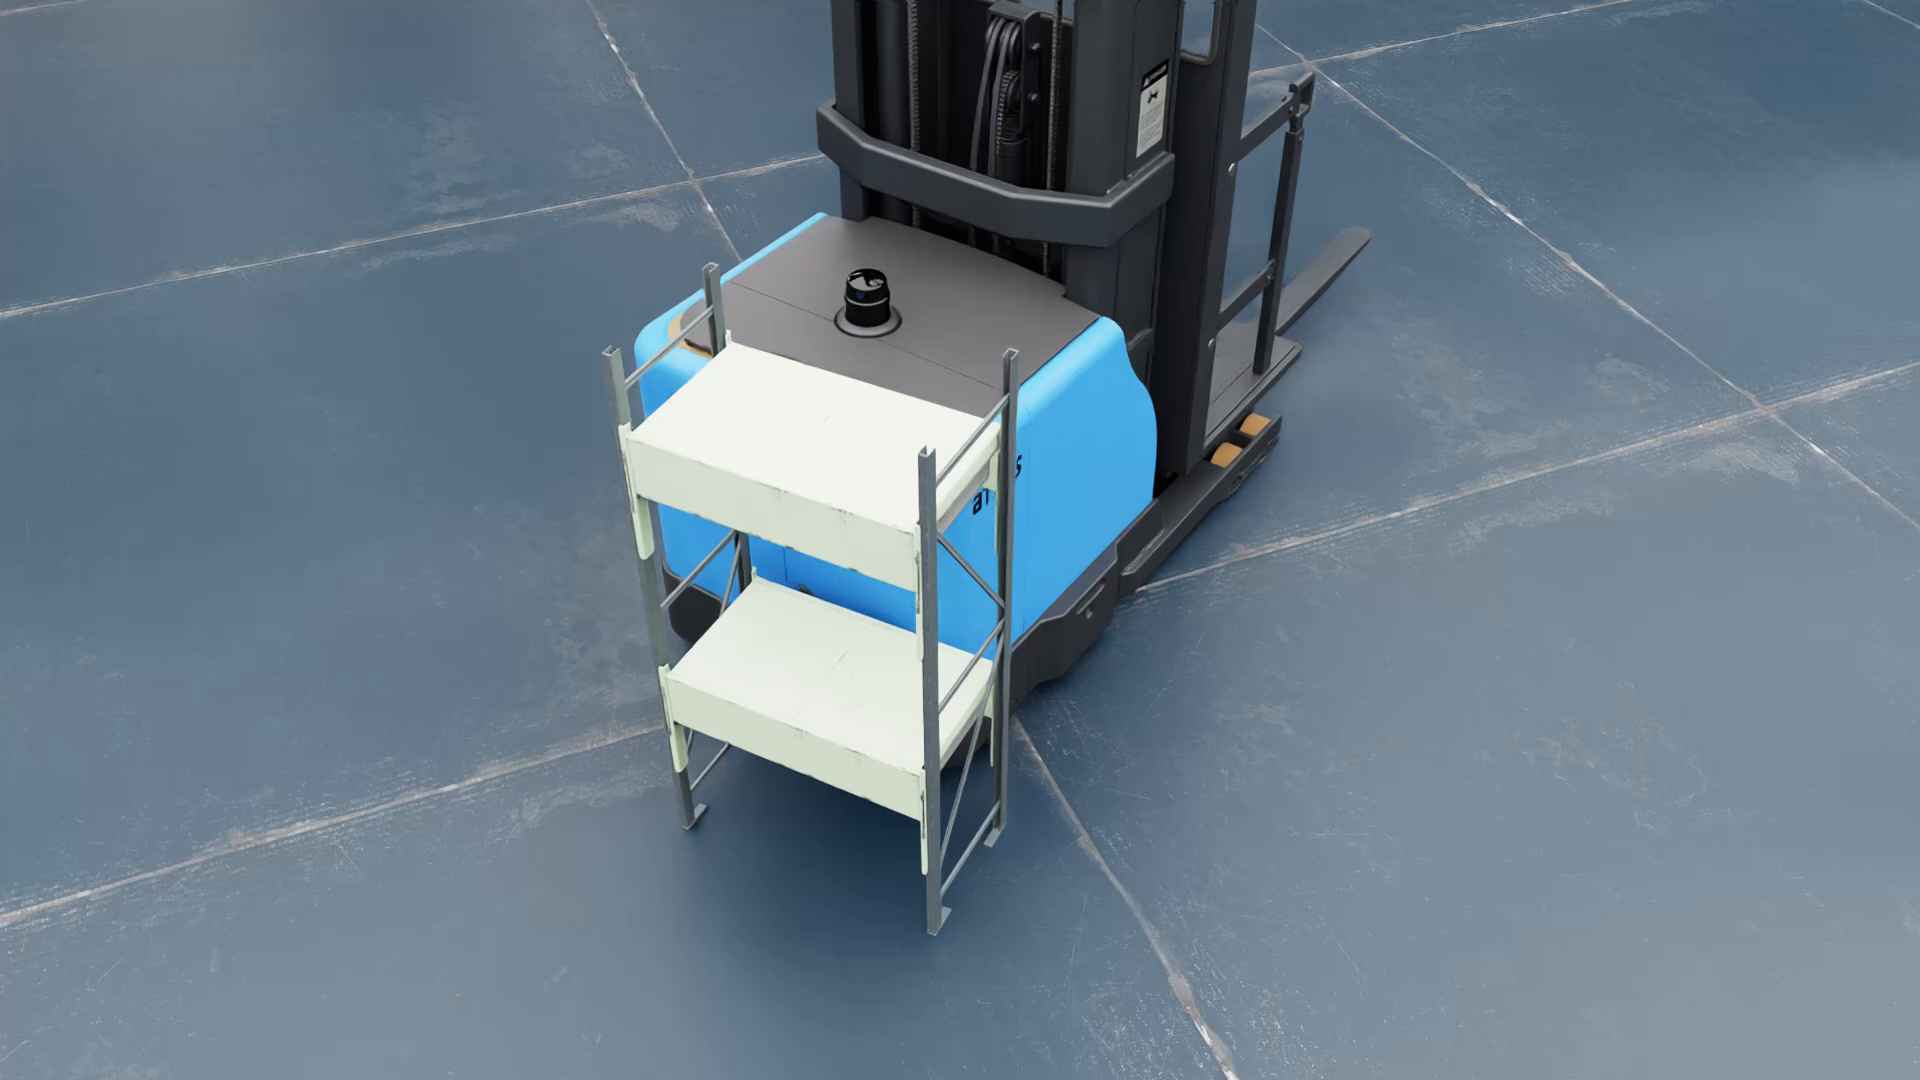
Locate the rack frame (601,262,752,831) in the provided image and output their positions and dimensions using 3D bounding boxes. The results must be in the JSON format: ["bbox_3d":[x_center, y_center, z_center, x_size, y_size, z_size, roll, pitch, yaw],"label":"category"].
[{"bbox_3d":[-0.631,0.076,4.011,0.023,1.500,0.400,19,44,20],"label":"rack frame"}]

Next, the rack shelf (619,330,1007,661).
[{"bbox_3d":[-0.305,-0.111,3.630,0.720,0.370,0.431,19,44,20],"label":"rack shelf"}]

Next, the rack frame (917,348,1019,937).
[{"bbox_3d":[0.020,0.294,3.758,0.023,1.500,0.400,19,44,20],"label":"rack frame"}]

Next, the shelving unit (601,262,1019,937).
[{"bbox_3d":[-0.305,0.185,3.885,0.755,1.500,0.431,19,44,20],"label":"shelving unit"}]

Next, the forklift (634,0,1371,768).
[{"bbox_3d":[0.409,-1.425,4.659,1.130,2.935,3.031,25,46,26],"label":"forklift"}]

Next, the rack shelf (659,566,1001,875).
[{"bbox_3d":[-0.305,0.432,4.097,0.720,0.370,0.431,19,44,20],"label":"rack shelf"}]
